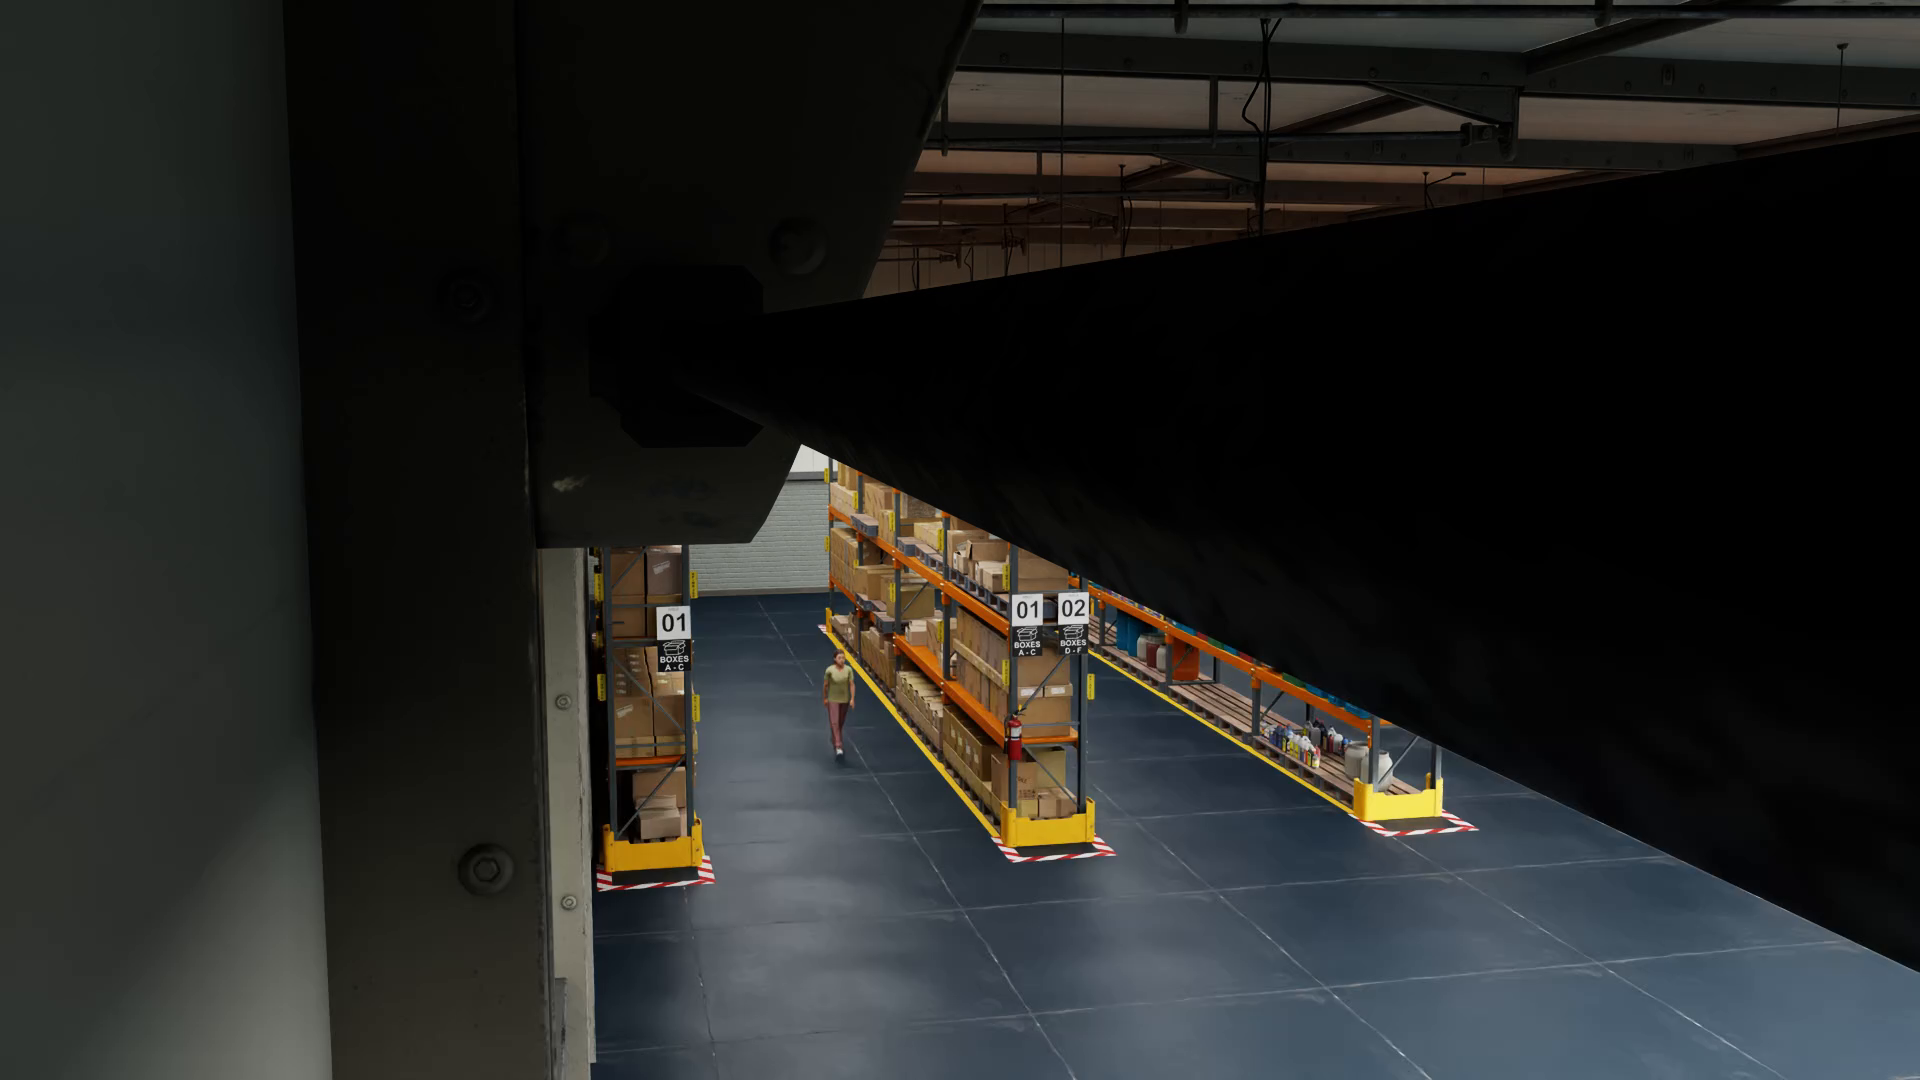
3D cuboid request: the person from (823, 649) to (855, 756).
[{"bbox_3d":[-1.824,2.487,25.548,0.464,1.590,1.052,-3,7,-23],"label":"person"}]
